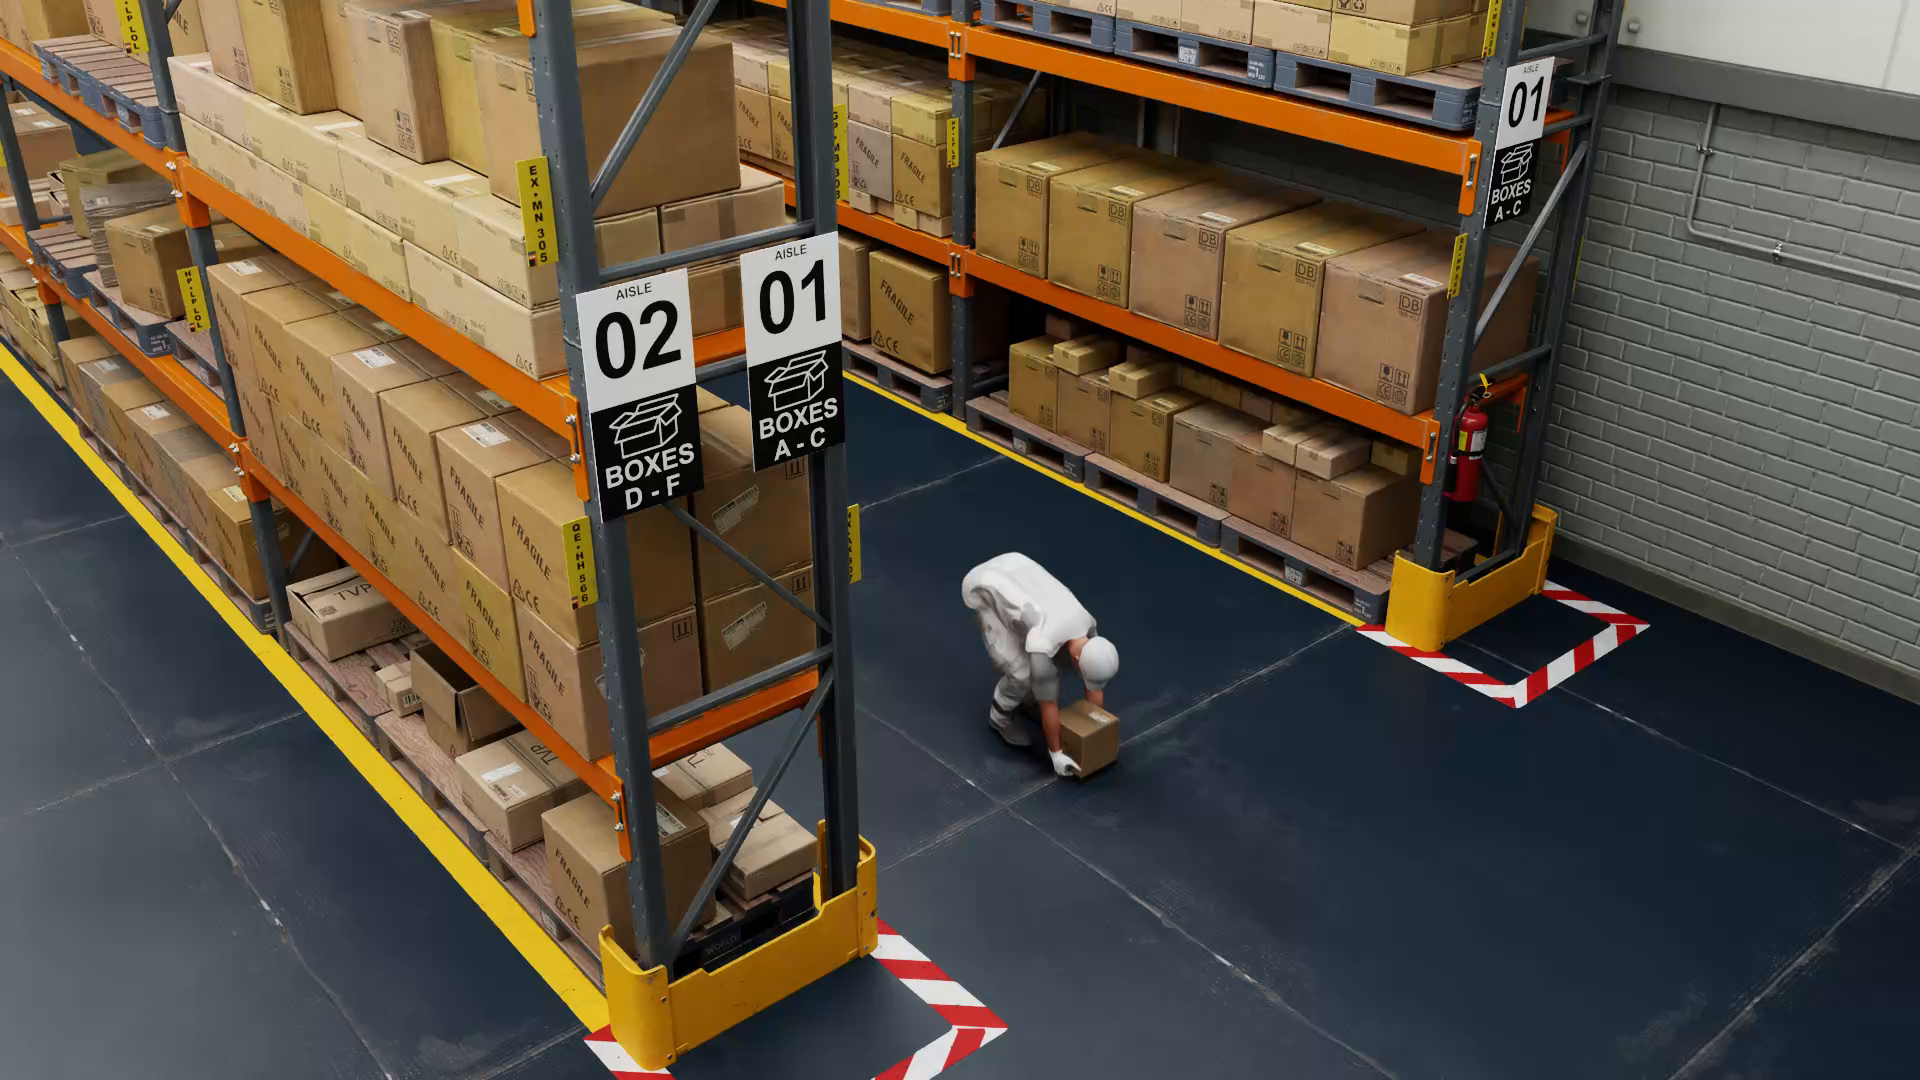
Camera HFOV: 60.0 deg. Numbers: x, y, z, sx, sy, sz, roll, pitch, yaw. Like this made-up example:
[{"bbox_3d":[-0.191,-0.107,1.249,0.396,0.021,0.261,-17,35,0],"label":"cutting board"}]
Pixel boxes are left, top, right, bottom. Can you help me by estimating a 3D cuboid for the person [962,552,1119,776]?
[{"bbox_3d":[0.429,0.598,8.367,0.529,0.941,0.949,-24,36,-37],"label":"person"}]
